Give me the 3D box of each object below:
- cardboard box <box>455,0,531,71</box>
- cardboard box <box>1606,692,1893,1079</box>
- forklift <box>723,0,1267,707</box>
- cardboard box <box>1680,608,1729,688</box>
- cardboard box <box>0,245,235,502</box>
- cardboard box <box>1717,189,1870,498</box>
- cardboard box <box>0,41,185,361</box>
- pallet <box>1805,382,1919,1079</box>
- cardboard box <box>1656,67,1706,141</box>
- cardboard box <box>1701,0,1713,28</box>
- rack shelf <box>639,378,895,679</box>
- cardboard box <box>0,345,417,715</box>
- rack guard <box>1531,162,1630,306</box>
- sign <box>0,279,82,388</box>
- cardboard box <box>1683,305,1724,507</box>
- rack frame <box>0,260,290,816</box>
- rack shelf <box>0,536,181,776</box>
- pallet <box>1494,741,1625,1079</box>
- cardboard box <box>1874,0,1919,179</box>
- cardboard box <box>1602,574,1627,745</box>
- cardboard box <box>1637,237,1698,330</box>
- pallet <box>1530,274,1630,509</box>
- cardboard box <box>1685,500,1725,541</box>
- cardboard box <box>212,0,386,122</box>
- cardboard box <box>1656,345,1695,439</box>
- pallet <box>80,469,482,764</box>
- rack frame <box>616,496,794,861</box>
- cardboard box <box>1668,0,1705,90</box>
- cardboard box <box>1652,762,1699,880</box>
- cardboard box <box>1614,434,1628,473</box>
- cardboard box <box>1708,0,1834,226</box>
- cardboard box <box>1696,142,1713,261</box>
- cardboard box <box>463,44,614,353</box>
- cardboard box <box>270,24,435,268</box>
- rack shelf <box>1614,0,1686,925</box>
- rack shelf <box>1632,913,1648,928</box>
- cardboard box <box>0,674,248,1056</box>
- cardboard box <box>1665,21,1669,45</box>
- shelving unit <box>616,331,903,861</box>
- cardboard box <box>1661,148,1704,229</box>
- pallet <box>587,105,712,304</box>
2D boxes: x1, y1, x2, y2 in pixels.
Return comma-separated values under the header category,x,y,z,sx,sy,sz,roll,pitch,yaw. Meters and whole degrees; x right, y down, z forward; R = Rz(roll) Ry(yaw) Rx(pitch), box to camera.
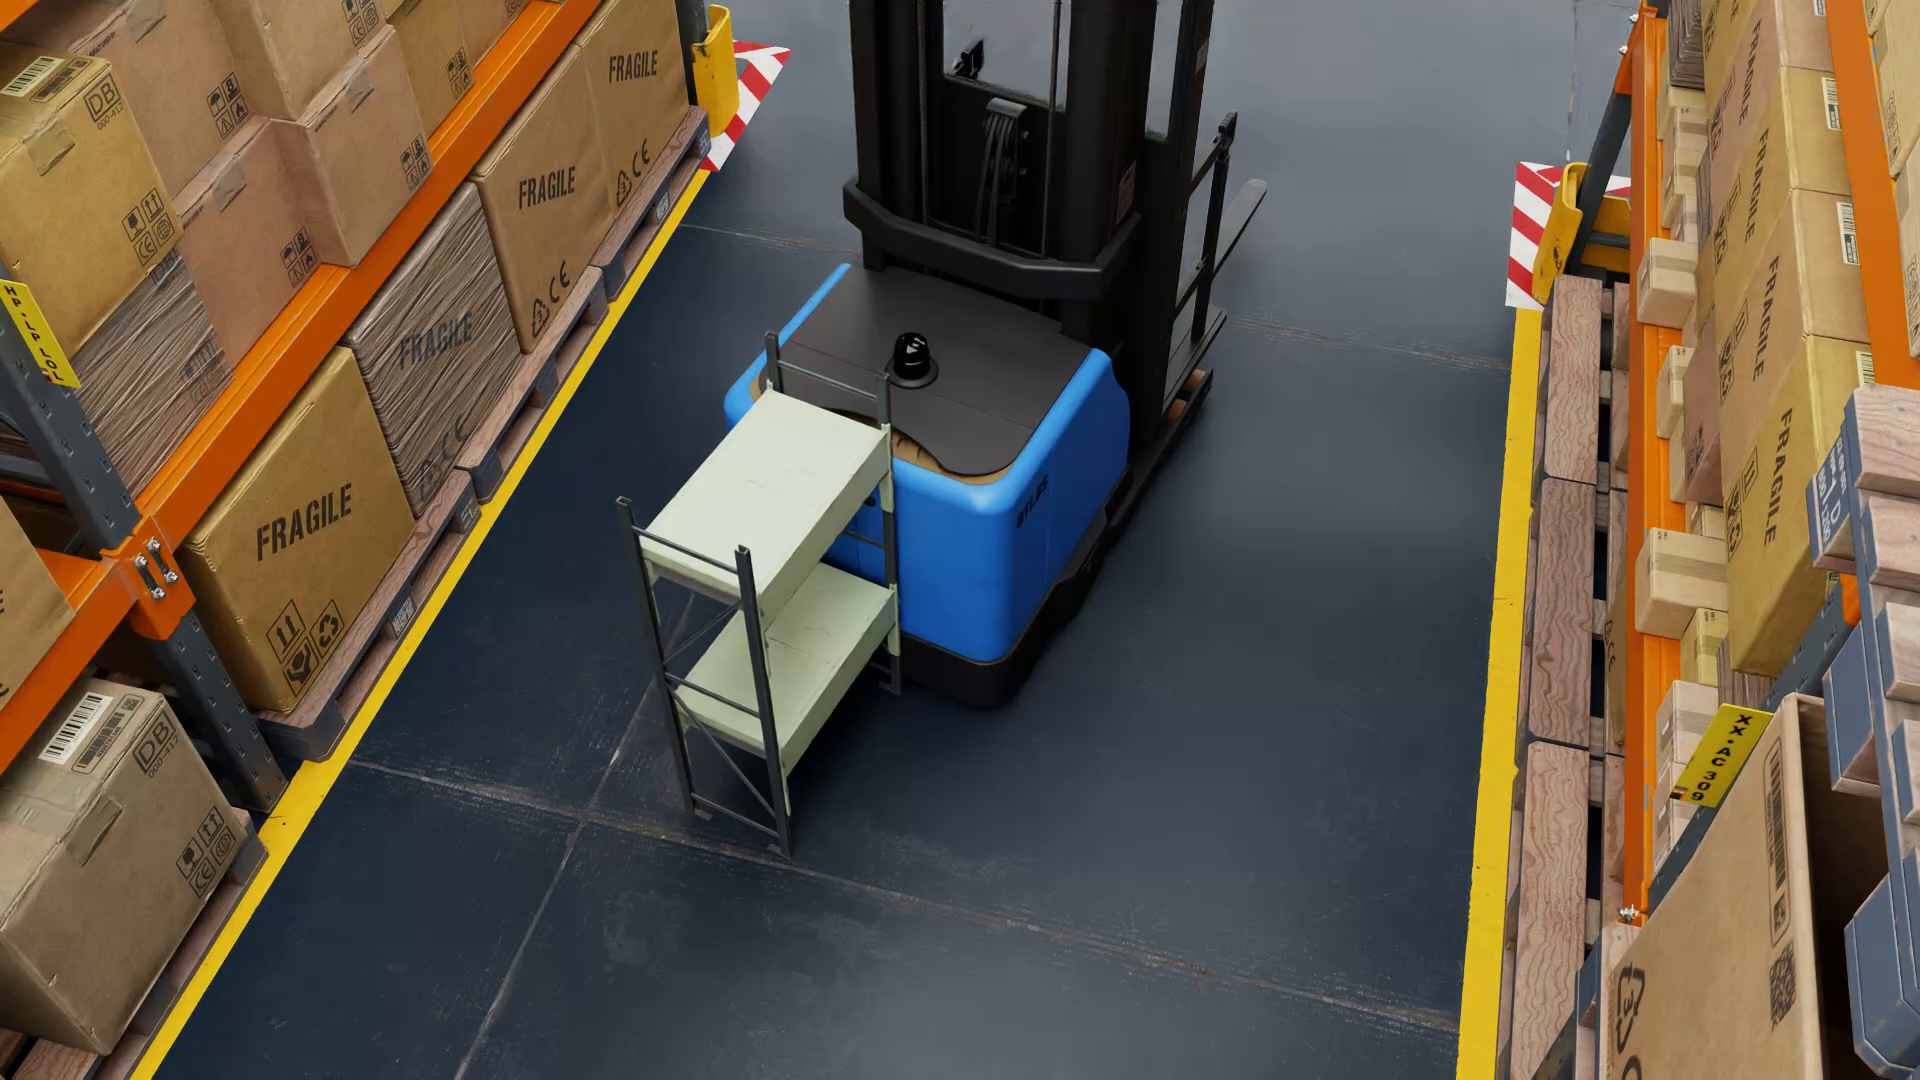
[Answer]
category,x,y,z,sx,sy,sz,roll,pitch,yaw
cardboard box,-2.121,-2.116,6.017,0.875,0.550,0.550,12,50,10
cardboard box,1.687,1.028,2.661,1.000,1.000,1.000,12,50,10
forklift,0.363,-1.514,5.631,1.130,2.935,3.031,21,52,18
cardboard box,2.003,0.341,4.116,0.380,0.149,0.250,12,50,10
cardboard box,-2.642,-0.552,4.636,0.875,0.550,0.550,12,50,10
cardboard box,2.014,-0.385,3.657,0.500,0.500,0.500,12,50,10
cardboard box,-2.597,-0.900,4.223,0.875,0.550,0.550,12,50,10
pallet,1.766,0.314,2.097,1.213,0.211,1.003,12,50,10
cardboard box,2.614,-1.477,5.721,0.380,0.149,0.250,12,50,10
cardboard box,2.538,-1.832,4.935,0.500,0.500,0.500,12,50,10
rack shelf,-0.548,-0.045,4.769,0.431,0.370,0.720,21,52,18
cardboard box,-2.494,-0.110,5.484,0.875,0.875,0.875,12,50,11
rack guard,3.064,-1.192,6.969,1.175,0.500,0.348,12,50,10
sign,-2.201,-0.490,3.962,0.100,0.325,0.005,12,50,10
cardboard box,2.409,-0.362,4.304,0.875,0.500,0.500,12,50,10
rack frame,-2.727,-0.233,4.455,1.000,3.000,0.127,12,50,10
rack shelf,-3.254,1.452,3.448,1.077,0.370,4.000,12,50,10
pallet,2.174,1.249,5.007,1.003,0.211,1.213,12,50,10
cardboard box,2.047,-0.881,3.126,0.500,0.250,0.500,13,50,11
cardboard box,2.406,0.345,5.332,0.500,0.500,0.500,8,49,7
cardboard box,2.291,-0.766,5.093,0.380,0.149,0.250,12,50,10
pallet,2.816,-0.516,6.565,1.003,0.211,1.213,12,50,10
cardboard box,2.154,-0.017,4.432,0.380,0.149,0.250,12,50,10
cardboard box,-2.290,-1.684,4.916,0.875,0.550,0.550,12,50,10
cardboard box,2.213,-0.394,4.764,0.380,0.149,0.250,12,50,10
pallet,-2.452,0.155,5.972,1.003,0.211,1.213,12,50,10
rack frame,-0.717,0.457,4.847,0.400,1.500,0.023,21,52,18
cardboard box,2.913,-1.814,5.585,0.875,0.500,0.500,12,50,10
cardboard box,1.804,0.688,3.809,0.380,0.149,0.250,12,50,10
cardboard box,2.779,-0.499,6.077,0.500,0.500,0.500,24,53,20
cardboard box,2.282,-1.108,4.295,0.500,0.500,0.500,12,50,10
cardboard box,2.724,-1.075,4.933,0.875,0.500,0.500,12,50,10
cardboard box,-2.019,-1.422,6.641,0.875,0.875,0.875,11,49,9
cardboard box,-2.263,-1.322,5.316,0.875,0.550,0.550,12,50,10
rack shelf,2.558,-0.390,5.073,1.077,0.370,4.000,12,50,10
rack shelf,1.505,2.504,2.520,1.077,0.370,4.000,12,50,10
cardboard box,-2.804,0.839,4.729,1.050,0.750,0.750,11,50,10
cardboard box,2.779,-1.832,6.034,0.380,0.149,0.250,12,50,10
shelving unit,-0.548,0.213,5.062,0.431,1.500,0.755,21,52,18
cardboard box,2.496,-1.113,5.399,0.380,0.149,0.250,12,50,10
pallet,-1.810,-1.610,7.530,1.003,0.211,1.213,12,50,10
